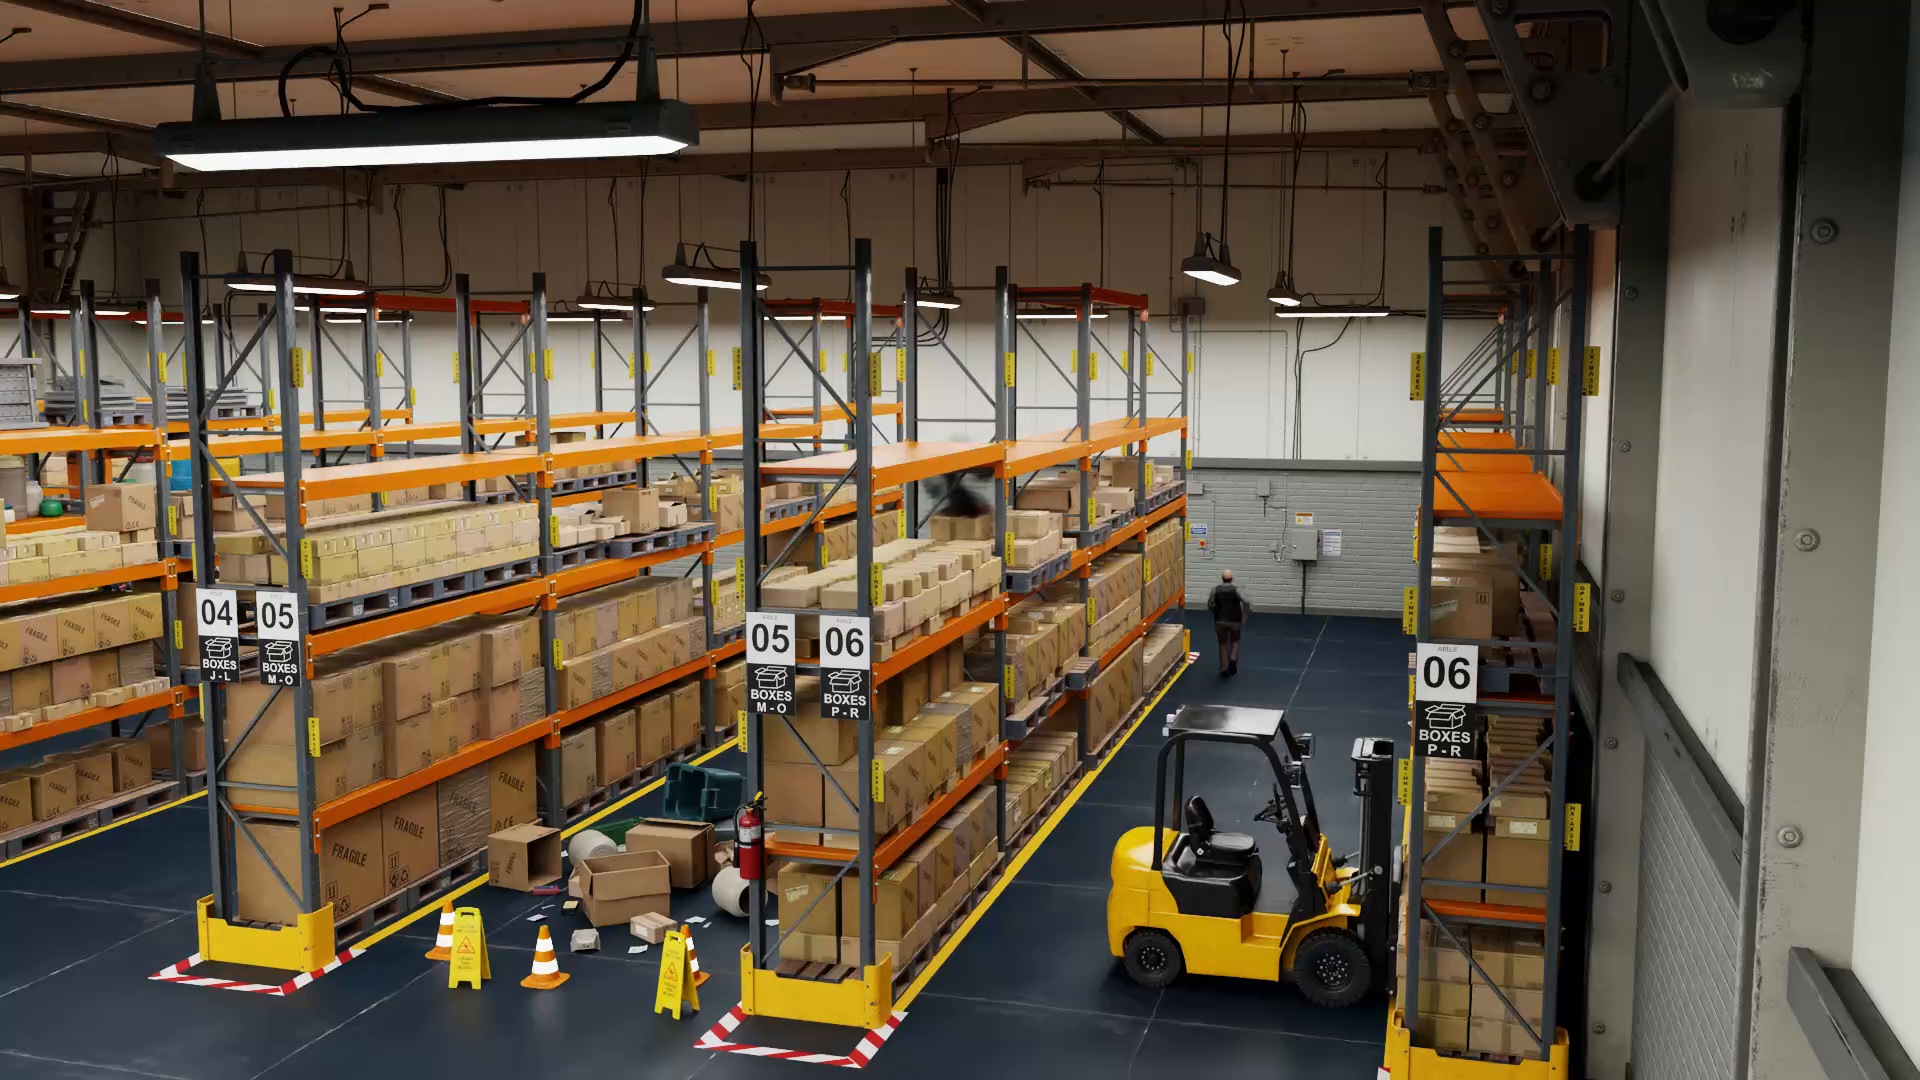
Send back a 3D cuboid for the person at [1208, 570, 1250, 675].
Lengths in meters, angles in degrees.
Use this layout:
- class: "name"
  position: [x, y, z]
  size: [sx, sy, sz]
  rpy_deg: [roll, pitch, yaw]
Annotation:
- class: "person"
  position: [4.336, 1.332, 26.837]
  size: [0.684, 1.715, 0.581]
  rpy_deg: [1, 7, 13]
